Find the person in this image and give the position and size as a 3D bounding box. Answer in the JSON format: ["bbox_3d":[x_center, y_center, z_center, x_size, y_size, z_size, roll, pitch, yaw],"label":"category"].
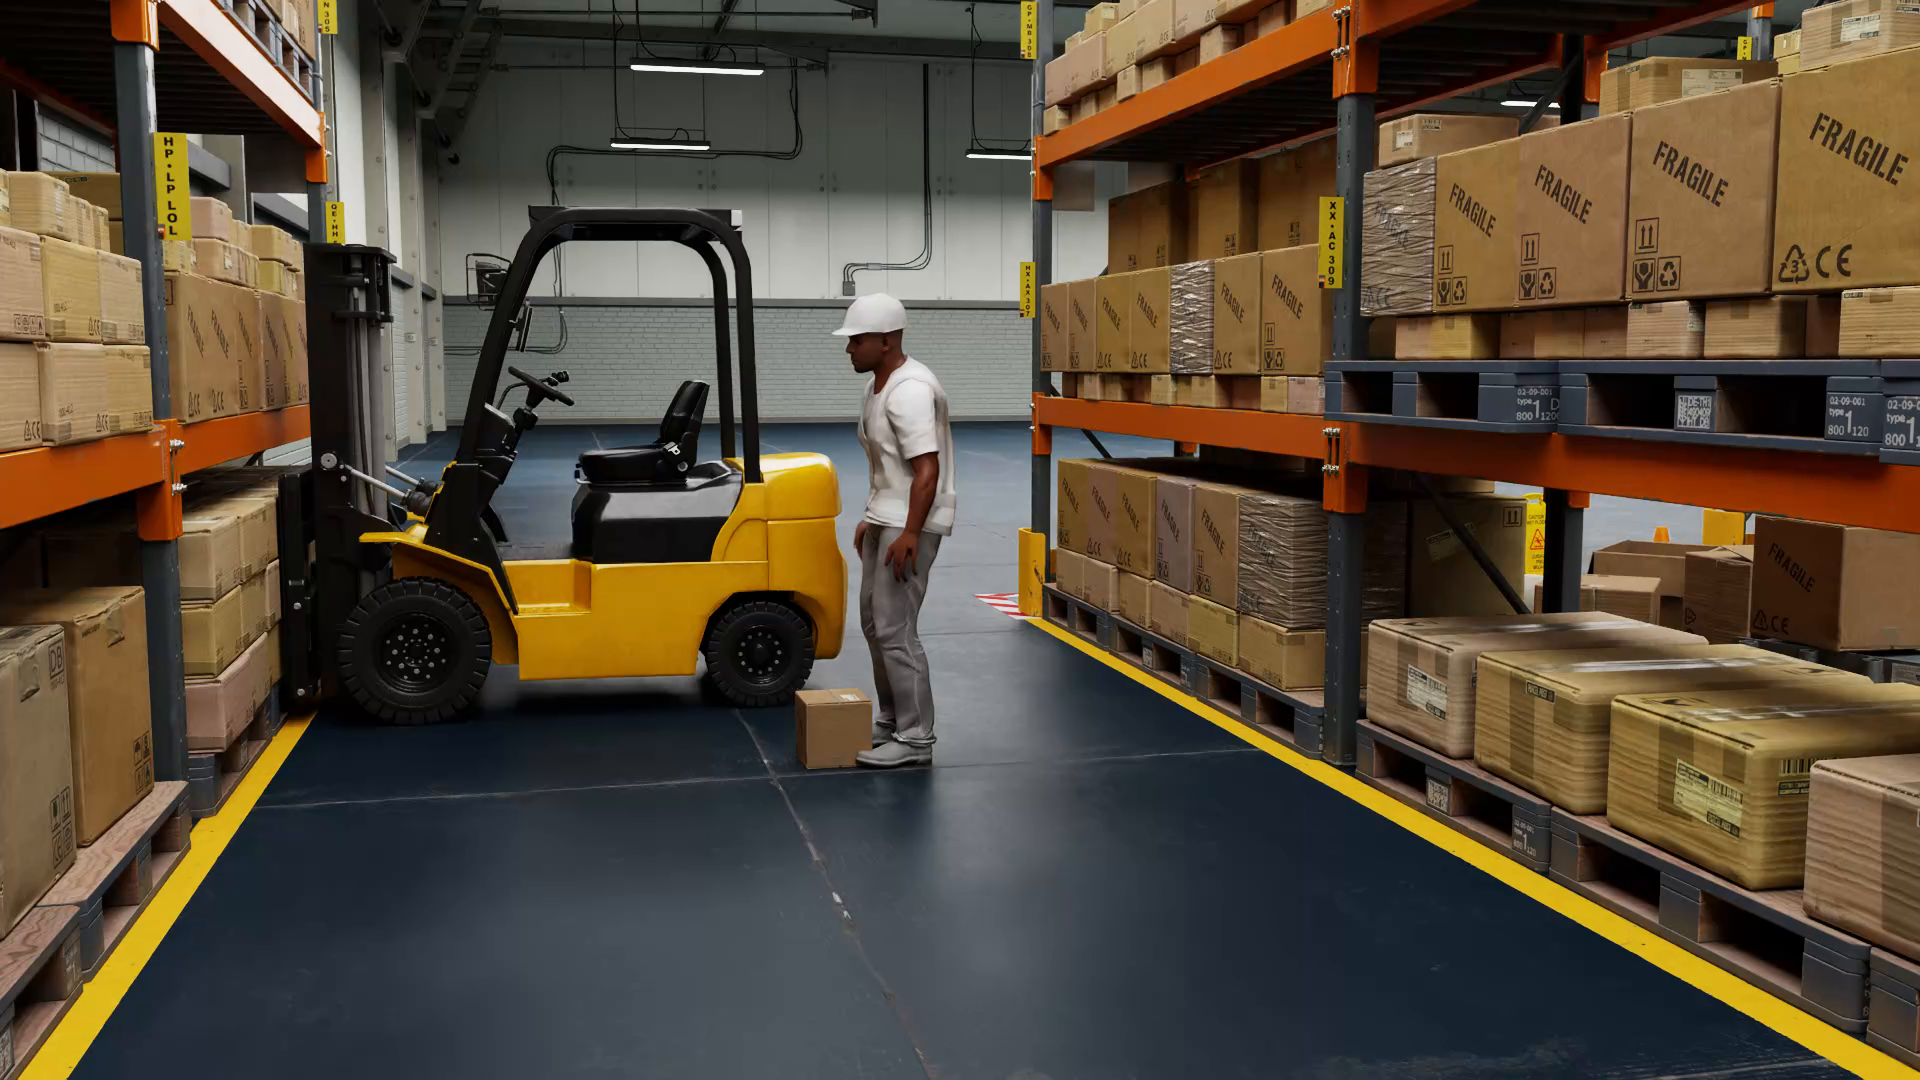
[{"bbox_3d":[-0.258,-0.045,6.290,0.459,1.760,0.630,-2,6,-17],"label":"person"}]
